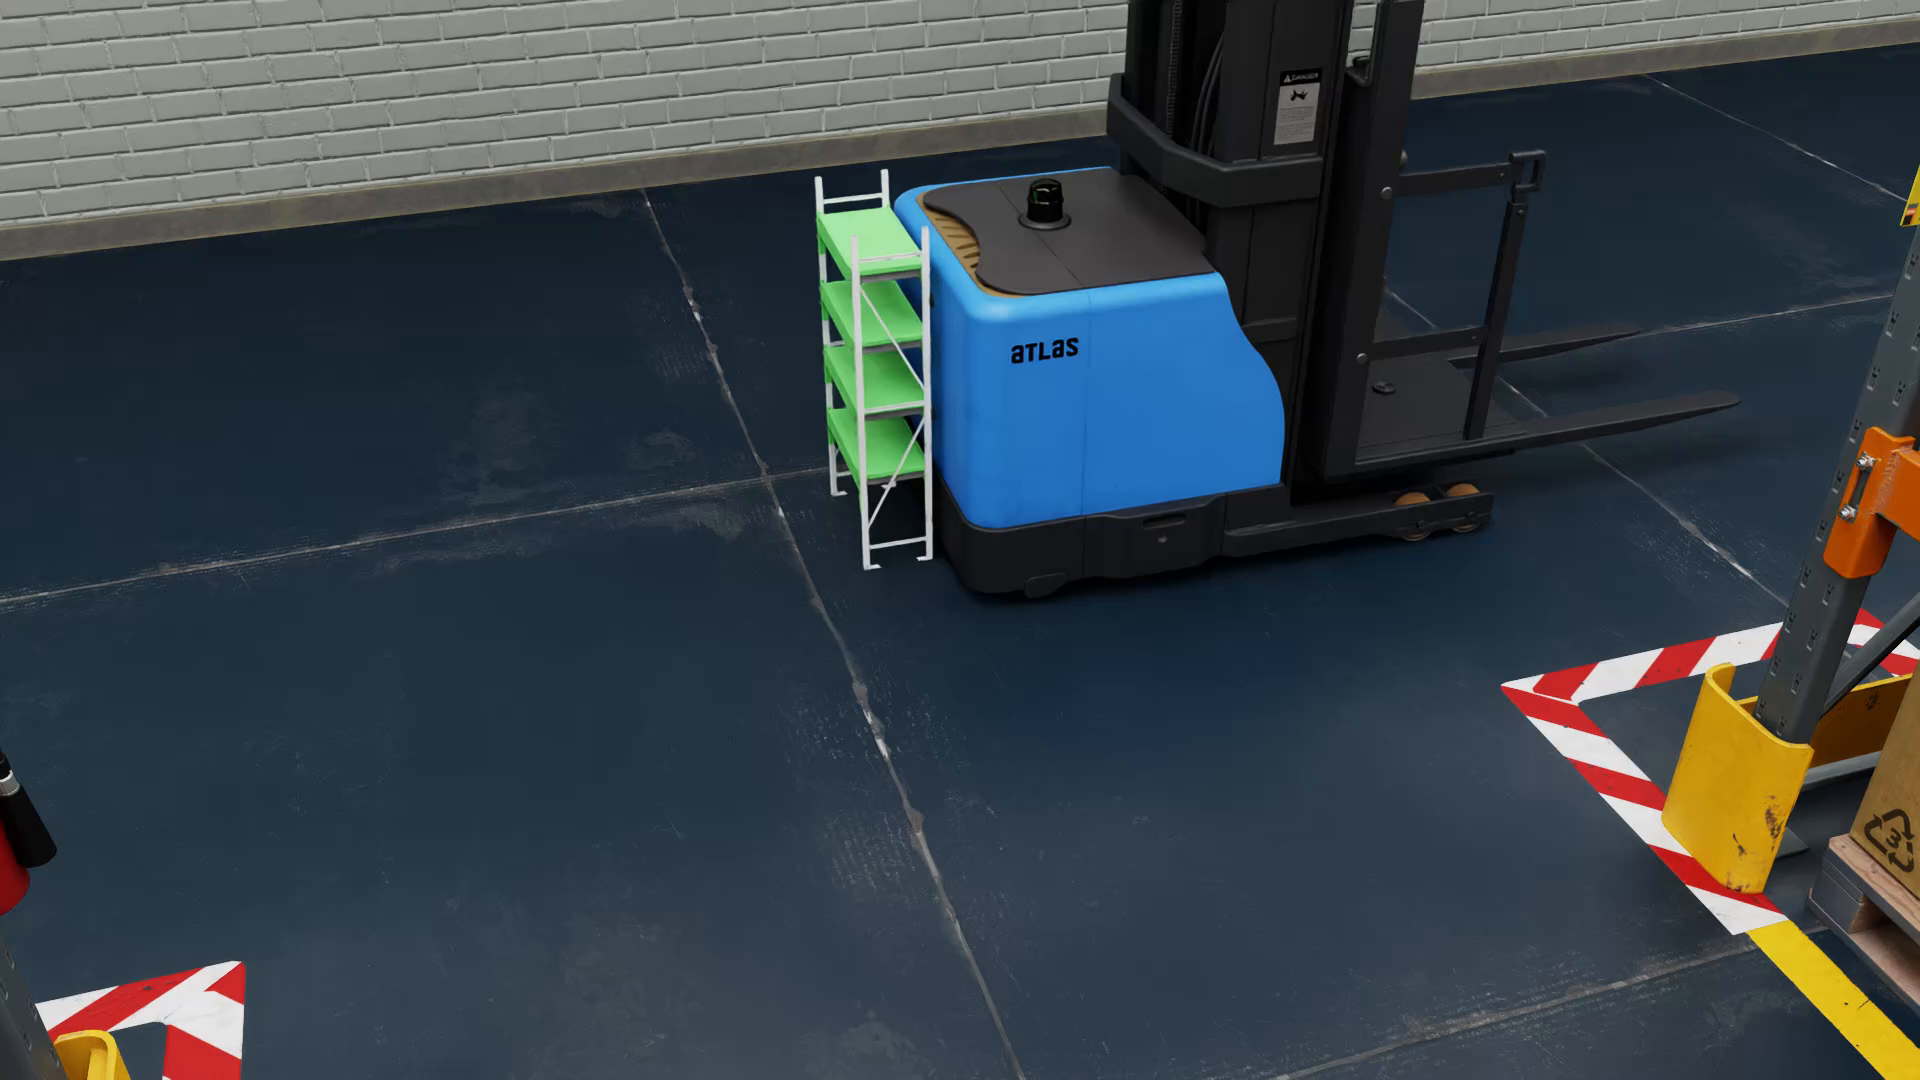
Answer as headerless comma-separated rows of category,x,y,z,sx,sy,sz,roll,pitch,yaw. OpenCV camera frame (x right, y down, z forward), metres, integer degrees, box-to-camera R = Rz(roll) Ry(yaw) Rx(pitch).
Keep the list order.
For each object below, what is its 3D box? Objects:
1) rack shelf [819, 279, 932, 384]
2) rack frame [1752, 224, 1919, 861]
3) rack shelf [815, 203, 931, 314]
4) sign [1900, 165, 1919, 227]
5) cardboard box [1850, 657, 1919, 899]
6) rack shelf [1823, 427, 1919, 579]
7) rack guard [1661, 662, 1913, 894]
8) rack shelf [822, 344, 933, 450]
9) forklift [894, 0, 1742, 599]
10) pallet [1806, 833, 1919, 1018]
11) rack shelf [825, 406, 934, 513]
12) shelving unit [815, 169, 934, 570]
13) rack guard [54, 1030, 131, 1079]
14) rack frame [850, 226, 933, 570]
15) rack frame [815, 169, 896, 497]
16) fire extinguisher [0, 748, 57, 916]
rack shelf,-0.279,-0.697,5.397,0.258,0.148,0.480,-9,35,-14
rack frame,2.530,-0.491,3.772,1.000,3.000,0.127,-10,35,-15
rack shelf,-0.279,-0.897,5.264,0.258,0.148,0.480,-9,35,-14
sign,2.000,-0.795,3.375,0.100,0.325,0.005,-10,35,-15
cardboard box,2.802,0.543,3.754,0.875,0.875,0.875,-10,35,-15
rack shelf,3.140,0.859,2.382,1.077,0.370,4.000,-10,35,-15
rack guard,2.523,0.539,4.481,1.175,0.500,0.348,-10,35,-15
rack shelf,-0.279,-0.497,5.529,0.258,0.148,0.480,-9,35,-14
forklift,1.339,-1.490,5.346,3.031,2.935,1.130,-9,35,-14
pallet,2.849,1.079,3.926,1.003,0.211,1.213,-10,35,-15
rack shelf,-0.279,-0.297,5.661,0.258,0.148,0.480,-9,35,-14
shelving unit,-0.279,-0.550,5.494,0.258,1.200,0.503,-9,35,-14
rack guard,-2.206,1.374,3.217,1.175,0.500,0.348,-10,35,-15
rack frame,-0.210,-0.421,5.299,0.240,1.200,0.015,-9,35,-14
rack frame,-0.348,-0.679,5.689,0.240,1.200,0.015,-9,35,-14
fire extinguisher,-1.800,0.374,2.871,0.296,0.674,0.183,-10,35,-15
